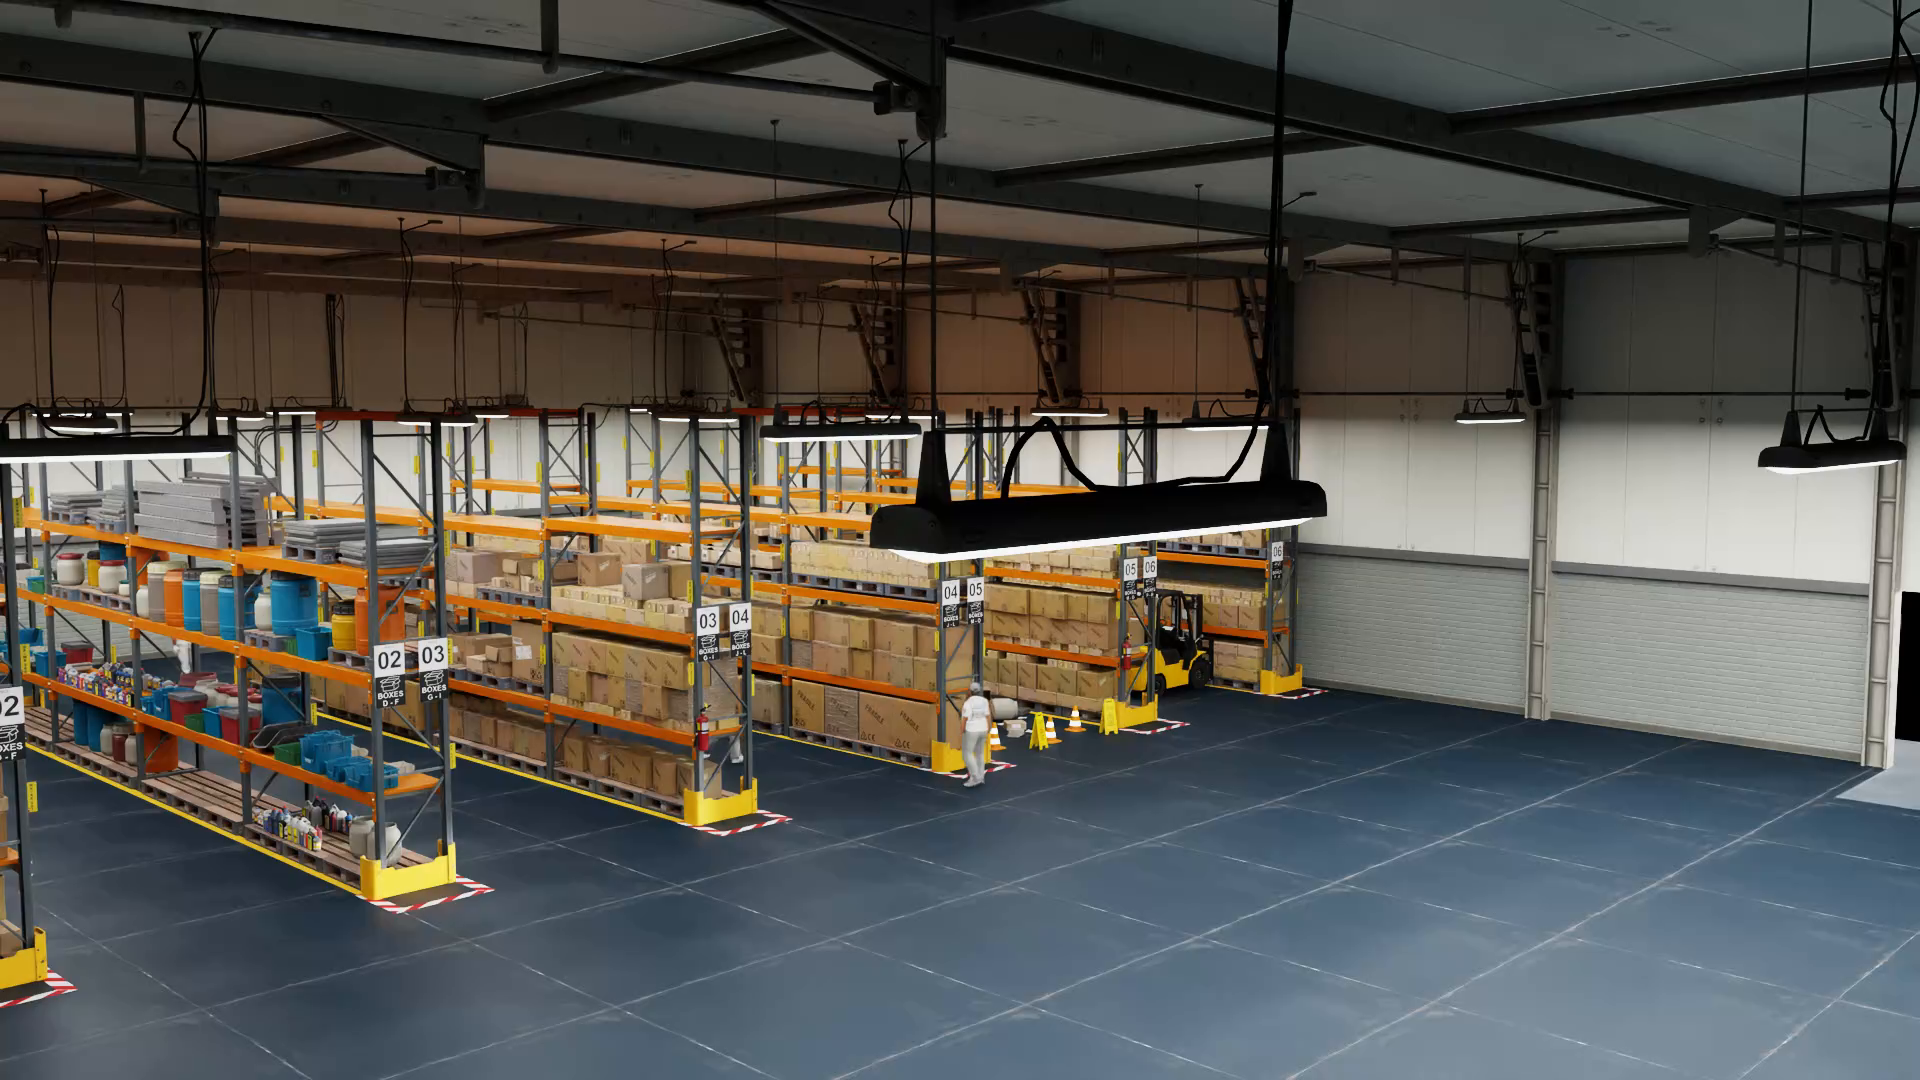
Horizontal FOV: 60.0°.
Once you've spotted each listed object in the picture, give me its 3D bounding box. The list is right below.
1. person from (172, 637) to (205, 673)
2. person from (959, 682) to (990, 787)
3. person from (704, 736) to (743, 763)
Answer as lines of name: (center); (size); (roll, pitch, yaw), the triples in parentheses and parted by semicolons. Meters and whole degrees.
person: (-16.604, 2.261, 35.806); (1.003, 1.736, 0.635); (5, 7, 43)
person: (0.230, 3.125, 26.869); (0.525, 1.676, 0.394); (-4, 6, -36)
person: (-4.092, 3.005, 28.413); (0.955, 1.627, 0.404); (2, 6, 25)
